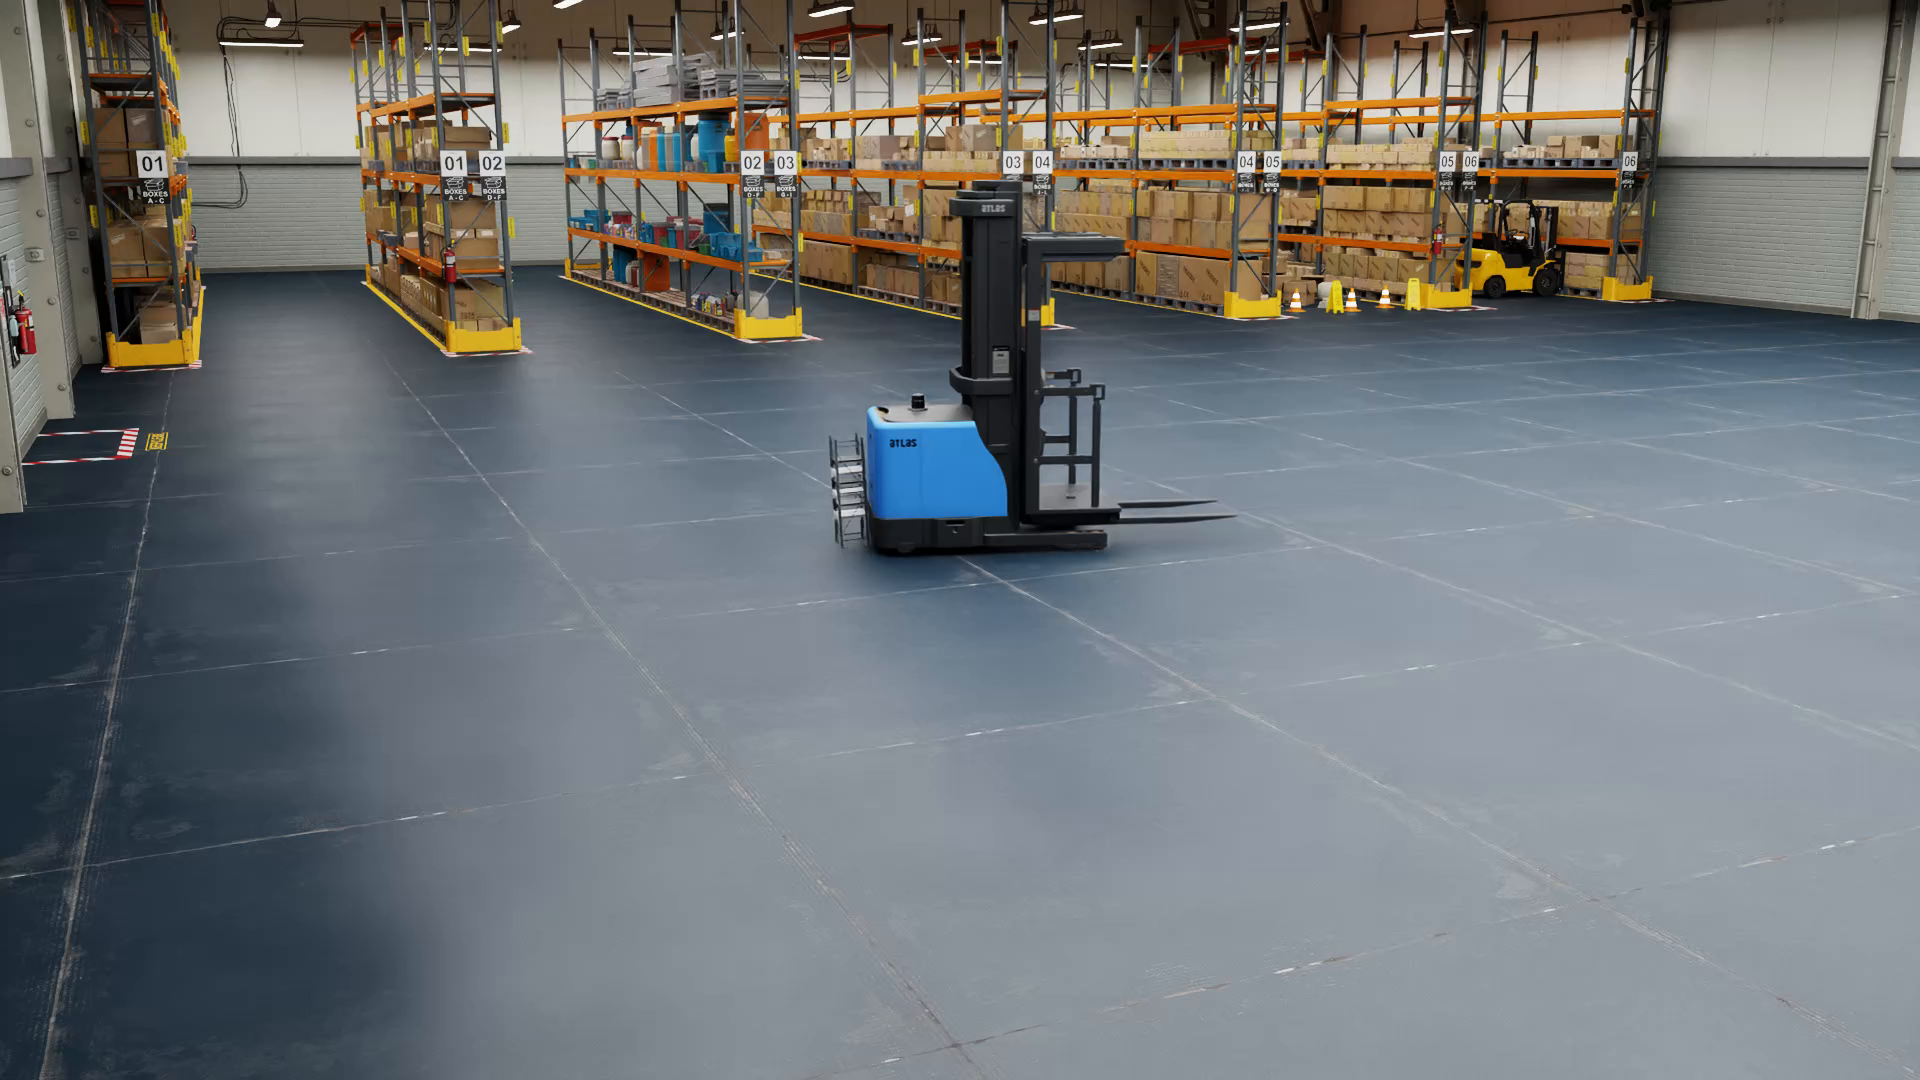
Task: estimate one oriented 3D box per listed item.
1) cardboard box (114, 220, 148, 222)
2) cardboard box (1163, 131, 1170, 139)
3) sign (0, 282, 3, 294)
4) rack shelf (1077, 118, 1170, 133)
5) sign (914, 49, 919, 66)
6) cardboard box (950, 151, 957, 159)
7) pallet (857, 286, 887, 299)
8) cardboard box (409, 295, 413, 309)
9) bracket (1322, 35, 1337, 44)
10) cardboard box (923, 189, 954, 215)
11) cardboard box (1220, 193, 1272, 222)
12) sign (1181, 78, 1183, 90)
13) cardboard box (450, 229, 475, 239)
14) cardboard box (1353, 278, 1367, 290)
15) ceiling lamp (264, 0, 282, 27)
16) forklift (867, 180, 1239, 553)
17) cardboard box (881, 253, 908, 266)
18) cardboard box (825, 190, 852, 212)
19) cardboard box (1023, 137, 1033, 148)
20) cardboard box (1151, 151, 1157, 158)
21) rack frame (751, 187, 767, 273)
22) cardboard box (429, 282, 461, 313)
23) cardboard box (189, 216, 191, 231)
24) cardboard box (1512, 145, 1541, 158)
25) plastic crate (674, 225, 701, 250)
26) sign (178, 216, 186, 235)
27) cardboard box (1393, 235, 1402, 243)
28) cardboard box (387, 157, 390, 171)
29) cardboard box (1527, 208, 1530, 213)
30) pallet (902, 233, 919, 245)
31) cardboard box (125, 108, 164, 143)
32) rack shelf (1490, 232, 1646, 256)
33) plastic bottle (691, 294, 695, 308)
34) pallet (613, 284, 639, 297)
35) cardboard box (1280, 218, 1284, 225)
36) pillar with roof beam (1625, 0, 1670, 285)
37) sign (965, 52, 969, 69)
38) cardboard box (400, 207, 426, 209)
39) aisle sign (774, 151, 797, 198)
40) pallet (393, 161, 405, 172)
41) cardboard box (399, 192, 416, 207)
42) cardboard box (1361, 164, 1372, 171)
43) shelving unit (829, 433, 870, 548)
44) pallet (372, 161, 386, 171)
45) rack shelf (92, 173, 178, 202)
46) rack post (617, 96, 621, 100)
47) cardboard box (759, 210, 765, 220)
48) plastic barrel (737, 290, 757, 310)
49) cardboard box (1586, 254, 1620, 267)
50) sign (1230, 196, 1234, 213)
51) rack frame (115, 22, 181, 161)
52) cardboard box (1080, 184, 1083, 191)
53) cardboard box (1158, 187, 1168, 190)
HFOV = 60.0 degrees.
[{"bbox_3d":[-13.791,-5.058,27.698,0.500,0.500,0.500,-6,14,-23],"label":"cardboard box"},{"bbox_3d":[4.454,-8.413,34.552,0.380,0.149,0.250,-5,14,-22],"label":"cardboard box"},{"bbox_3d":[-9.970,-2.620,17.282,0.001,0.109,0.331,-6,14,-23],"label":"sign"},{"bbox_3d":[4.699,-11.660,46.776,1.077,0.370,4.000,-6,14,-23],"label":"rack shelf"},{"bbox_3d":[-0.882,-9.725,33.510,0.100,0.325,0.005,-6,14,-23],"label":"sign"},{"bbox_3d":[0.029,-7.543,32.606,0.380,0.149,0.250,-6,14,-24],"label":"cardboard box"},{"bbox_3d":[-1.666,-5.628,37.719,1.003,0.211,1.213,-6,14,-23],"label":"pallet"},{"bbox_3d":[-10.495,-4.668,32.552,0.500,0.250,0.500,-5,14,-22],"label":"cardboard box"},{"bbox_3d":[10.434,-14.103,46.863,0.235,0.232,0.430,-6,14,-23],"label":"bracket"},{"bbox_3d":[-0.428,-6.887,33.873,0.500,0.500,0.500,-6,14,-23],"label":"cardboard box"},{"bbox_3d":[5.698,-6.602,33.014,0.875,0.550,0.550,-6,14,-23],"label":"cardboard box"},{"bbox_3d":[5.992,-12.337,44.972,0.100,0.325,0.005,-6,14,-23],"label":"sign"},{"bbox_3d":[-8.179,-5.028,27.281,0.380,0.149,0.250,-6,14,-24],"label":"cardboard box"},{"bbox_3d":[9.132,-5.717,37.085,0.500,0.250,0.500,-6,14,-24],"label":"cardboard box"},{"bbox_3d":[-14.291,-12.480,34.889,0.800,3.185,2.000,-6,14,-23],"label":"ceiling lamp"},{"bbox_3d":[0.766,-1.446,13.617,3.031,2.935,1.130,-2,13,-7],"label":"forklift"},{"bbox_3d":[-1.460,-6.266,37.194,0.500,0.250,0.500,-4,14,-17],"label":"cardboard box"},{"bbox_3d":[-2.789,-8.111,39.816,0.797,0.503,0.637,-5,14,-21],"label":"cardboard box"},{"bbox_3d":[1.673,-9.782,40.912,0.396,0.266,0.258,-6,14,-23],"label":"cardboard box"},{"bbox_3d":[4.248,-8.130,35.097,0.380,0.149,0.250,-6,14,-23],"label":"cardboard box"},{"bbox_3d":[-5.183,-8.801,45.244,1.000,3.000,0.127,-6,14,-23],"label":"rack frame"},{"bbox_3d":[-8.952,-4.224,28.973,0.500,0.500,0.500,-6,14,-23],"label":"cardboard box"},{"bbox_3d":[-18.283,-7.351,38.314,0.980,0.700,0.700,-6,14,-23],"label":"cardboard box"},{"bbox_3d":[13.361,-9.143,39.115,0.500,0.311,0.500,-5,14,-22],"label":"cardboard box"},{"bbox_3d":[-5.388,-5.978,32.904,0.402,0.464,0.583,-6,14,-23],"label":"plastic crate"},{"bbox_3d":[-13.497,-5.452,28.853,0.100,0.325,0.005,-6,14,-23],"label":"sign"},{"bbox_3d":[9.544,-6.474,35.745,0.380,0.149,0.250,-5,14,-22],"label":"cardboard box"},{"bbox_3d":[-11.466,-7.957,34.722,0.910,0.500,0.500,-6,14,-23],"label":"cardboard box"},{"bbox_3d":[13.507,-7.724,38.932,0.380,0.149,0.250,-6,14,-24],"label":"cardboard box"},{"bbox_3d":[-0.549,-6.399,35.292,1.003,0.211,1.213,-6,14,-23],"label":"pallet"},{"bbox_3d":[-12.321,-6.262,25.136,0.500,0.500,0.500,-7,15,-27],"label":"cardboard box"},{"bbox_3d":[14.052,-6.902,38.635,1.077,0.370,4.000,-6,14,-23],"label":"rack shelf"},{"bbox_3d":[-5.188,-4.654,32.401,0.097,0.271,0.097,0,13,0],"label":"plastic bottle"},{"bbox_3d":[-7.355,-5.753,38.259,1.003,0.211,1.213,-6,14,-23],"label":"pallet"},{"bbox_3d":[7.850,-7.592,39.648,0.380,0.149,0.250,-6,14,-23],"label":"cardboard box"},{"bbox_3d":[11.456,-9.599,35.386,9.100,9.000,0.548,-6,14,-23],"label":"pillar with roof beam"},{"bbox_3d":[0.129,-9.783,33.936,0.100,0.325,0.005,-6,14,-23],"label":"sign"},{"bbox_3d":[-11.894,-6.974,36.199,0.700,0.500,0.500,-10,16,-37],"label":"cardboard box"},{"bbox_3d":[-3.014,-6.326,28.785,0.394,0.787,0.004,-6,14,-23],"label":"aisle sign"},{"bbox_3d":[-10.703,-7.491,33.352,1.213,0.211,1.003,-5,14,-20],"label":"pallet"},{"bbox_3d":[-12.590,-7.739,38.217,0.500,0.500,0.500,-5,14,-21],"label":"cardboard box"},{"bbox_3d":[9.041,-8.195,36.530,0.380,0.149,0.250,-6,14,-24],"label":"cardboard box"},{"bbox_3d":[-0.905,-0.403,13.587,0.258,0.900,0.210,-7,14,-15],"label":"shelving unit"},{"bbox_3d":[-12.044,-8.095,35.959,1.213,0.211,1.003,-6,14,-23],"label":"pallet"},{"bbox_3d":[-13.190,-5.677,26.690,1.077,0.370,4.000,-6,14,-23],"label":"rack shelf"},{"bbox_3d":[-7.191,-9.800,37.363,0.937,0.300,0.954,-4,14,-17],"label":"rack post"},{"bbox_3d":[-5.024,-8.642,44.232,0.500,0.250,0.500,-6,14,-24],"label":"cardboard box"},{"bbox_3d":[-3.846,-4.273,30.266,0.421,0.512,0.421,0,13,0],"label":"plastic barrel"},{"bbox_3d":[14.383,-6.259,37.208,0.500,0.250,0.500,-5,14,-21],"label":"cardboard box"},{"bbox_3d":[5.309,-6.556,32.450,0.100,0.325,0.005,-6,14,-23],"label":"sign"},{"bbox_3d":[-17.196,-9.555,35.197,1.000,3.000,0.127,-6,14,-23],"label":"rack frame"},{"bbox_3d":[3.829,-10.107,48.448,0.500,0.500,0.500,-6,14,-24],"label":"cardboard box"},{"bbox_3d":[5.642,-9.186,44.468,0.500,0.500,0.500,-6,14,-23],"label":"cardboard box"}]
